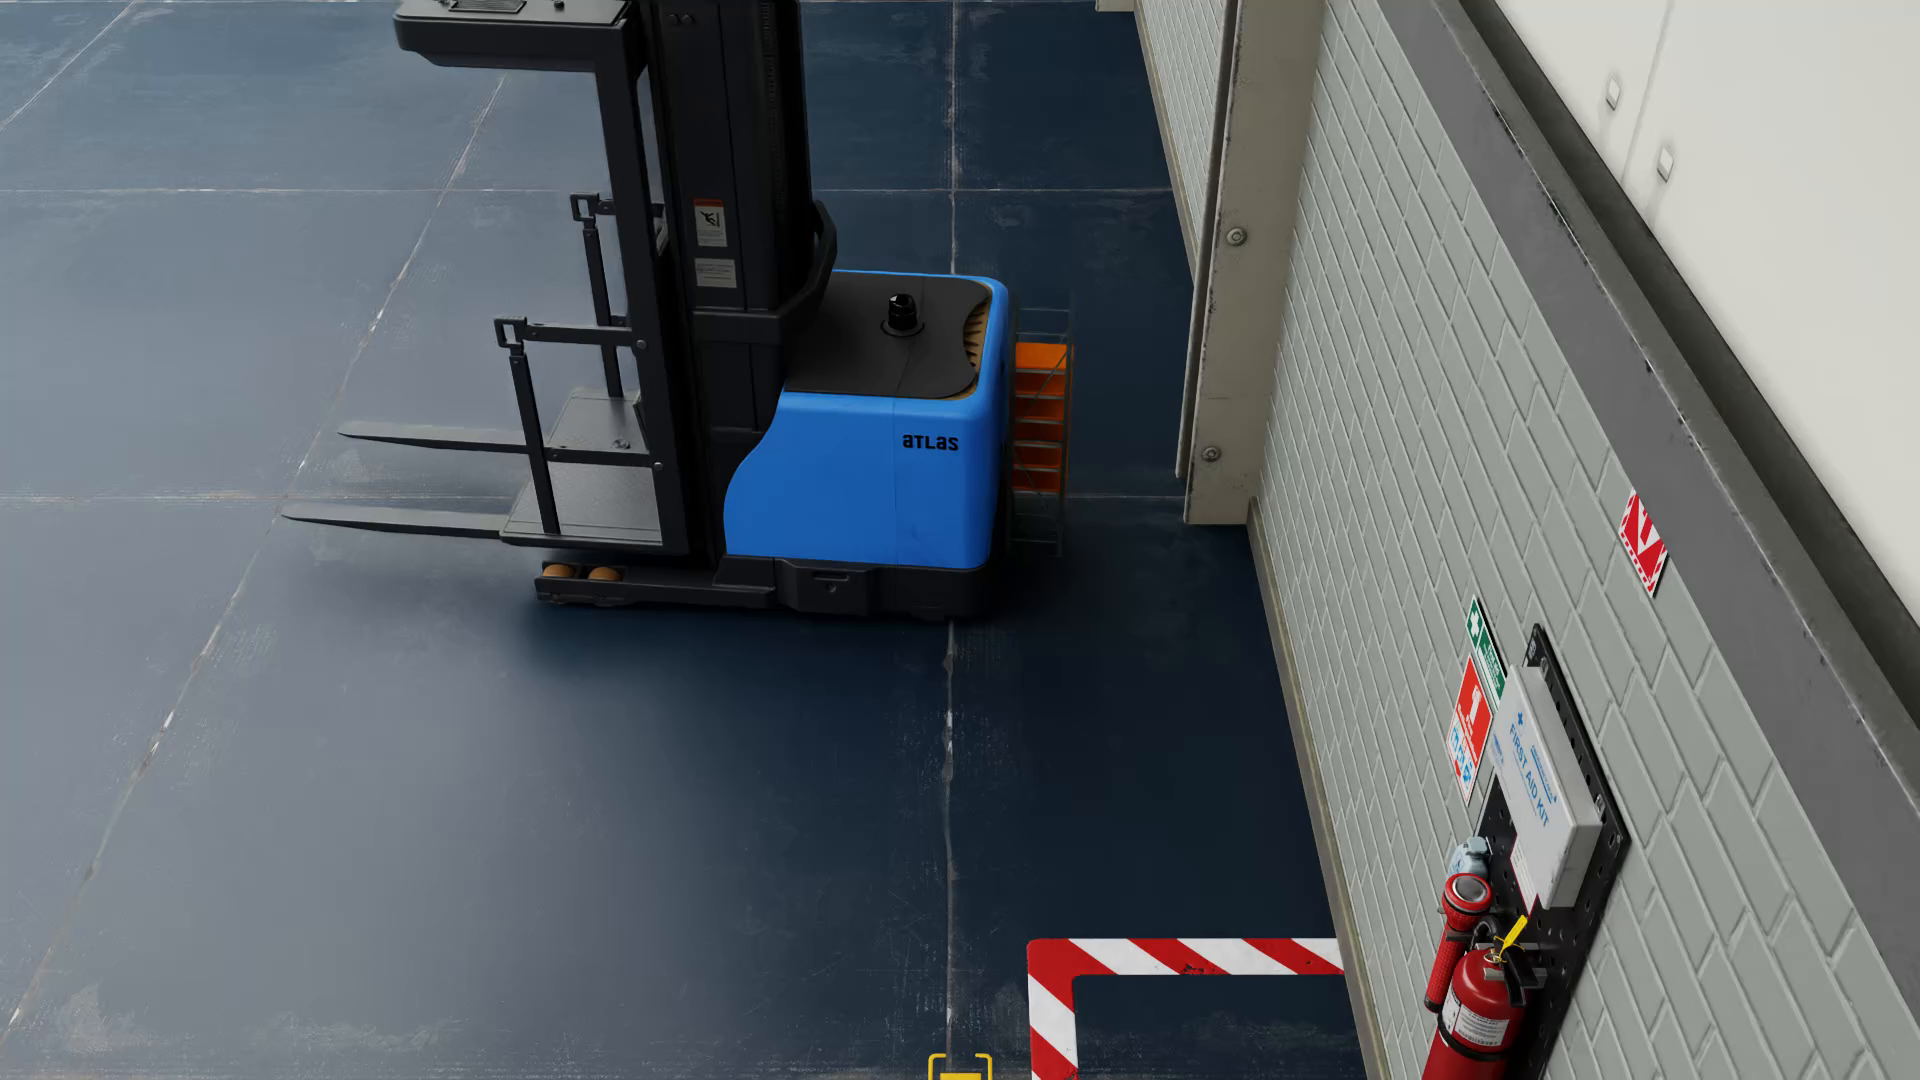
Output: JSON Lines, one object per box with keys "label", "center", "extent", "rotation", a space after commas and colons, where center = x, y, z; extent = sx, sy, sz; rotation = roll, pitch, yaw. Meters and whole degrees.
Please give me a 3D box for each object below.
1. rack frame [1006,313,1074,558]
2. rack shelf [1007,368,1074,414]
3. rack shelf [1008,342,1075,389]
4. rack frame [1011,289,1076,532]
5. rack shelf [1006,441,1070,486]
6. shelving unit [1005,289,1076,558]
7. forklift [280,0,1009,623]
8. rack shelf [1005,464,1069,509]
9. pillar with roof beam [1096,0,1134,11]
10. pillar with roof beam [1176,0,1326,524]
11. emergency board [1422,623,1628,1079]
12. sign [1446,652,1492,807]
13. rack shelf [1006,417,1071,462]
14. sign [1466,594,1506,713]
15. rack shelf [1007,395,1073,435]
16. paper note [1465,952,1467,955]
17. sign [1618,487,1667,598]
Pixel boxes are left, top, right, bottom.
{"label": "rack frame", "center": [0.318, -0.401, 6.790], "extent": [0.240, 1.200, 0.006], "rotation": [4, 39, 4]}
{"label": "rack shelf", "center": [0.327, -0.610, 6.739], "extent": [0.258, 0.103, 0.180], "rotation": [4, 39, 4]}
{"label": "rack shelf", "center": [0.327, -0.704, 6.664], "extent": [0.258, 0.103, 0.180], "rotation": [4, 39, 4]}
{"label": "rack frame", "center": [0.336, -0.515, 6.932], "extent": [0.240, 1.200, 0.006], "rotation": [4, 39, 4]}
{"label": "rack shelf", "center": [0.327, -0.329, 6.964], "extent": [0.258, 0.103, 0.180], "rotation": [4, 39, 4]}
{"label": "shelving unit", "center": [0.327, -0.458, 6.861], "extent": [0.258, 1.200, 0.189], "rotation": [4, 39, 4]}
{"label": "forklift", "center": [-1.335, -1.190, 6.391], "extent": [3.031, 2.935, 1.130], "rotation": [4, 39, 4]}
{"label": "rack shelf", "center": [0.327, -0.236, 7.039], "extent": [0.258, 0.103, 0.180], "rotation": [4, 39, 4]}
{"label": "pillar with roof beam", "center": [-3.166, -7.455, 9.357], "extent": [9.100, 9.000, 0.400], "rotation": [0, 39, 0]}
{"label": "pillar with roof beam", "center": [-3.160, -3.703, 4.675], "extent": [9.100, 9.000, 0.400], "rotation": [0, 39, 0]}
{"label": "emergency board", "center": [1.188, 0.842, 3.801], "extent": [0.194, 1.169, 0.643], "rotation": [0, 39, 0]}
{"label": "sign", "center": [1.290, 0.482, 4.221], "extent": [0.001, 0.329, 0.234], "rotation": [0, 39, 0]}
{"label": "rack shelf", "center": [0.327, -0.423, 6.889], "extent": [0.258, 0.103, 0.180], "rotation": [4, 39, 4]}
{"label": "sign", "center": [1.281, 0.278, 4.052], "extent": [0.001, 0.109, 0.331], "rotation": [0, 39, 0]}
{"label": "rack shelf", "center": [0.327, -0.517, 6.814], "extent": [0.258, 0.103, 0.180], "rotation": [4, 39, 4]}
{"label": "paper note", "center": [1.257, 1.075, 4.215], "extent": [0.016, 0.148, 0.142], "rotation": [0, 39, 0]}
{"label": "sign", "center": [1.287, -0.068, 3.082], "extent": [0.001, 0.298, 0.199], "rotation": [0, 39, 0]}
